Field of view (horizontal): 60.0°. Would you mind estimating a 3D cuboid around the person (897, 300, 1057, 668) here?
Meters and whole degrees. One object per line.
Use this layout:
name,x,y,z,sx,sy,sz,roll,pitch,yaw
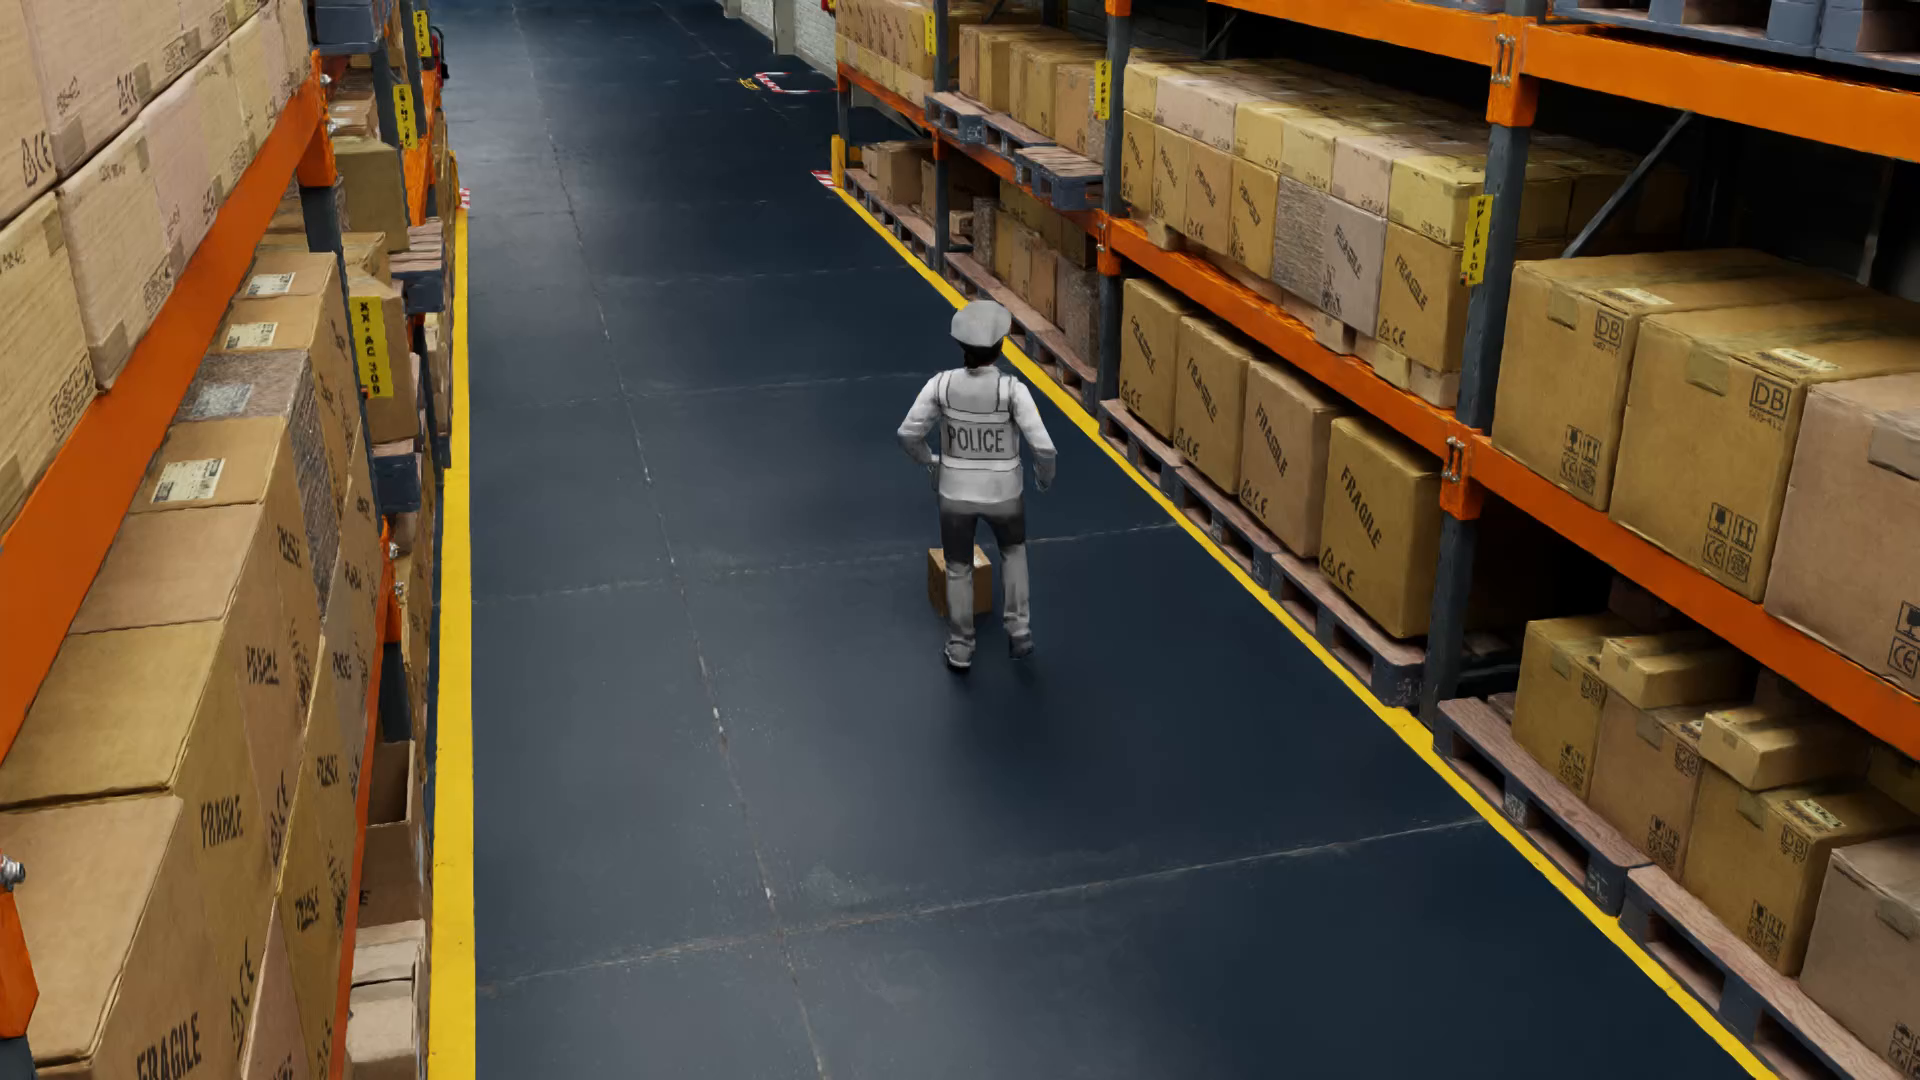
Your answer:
person,0.074,-0.223,7.113,0.675,1.660,0.467,2,23,4
